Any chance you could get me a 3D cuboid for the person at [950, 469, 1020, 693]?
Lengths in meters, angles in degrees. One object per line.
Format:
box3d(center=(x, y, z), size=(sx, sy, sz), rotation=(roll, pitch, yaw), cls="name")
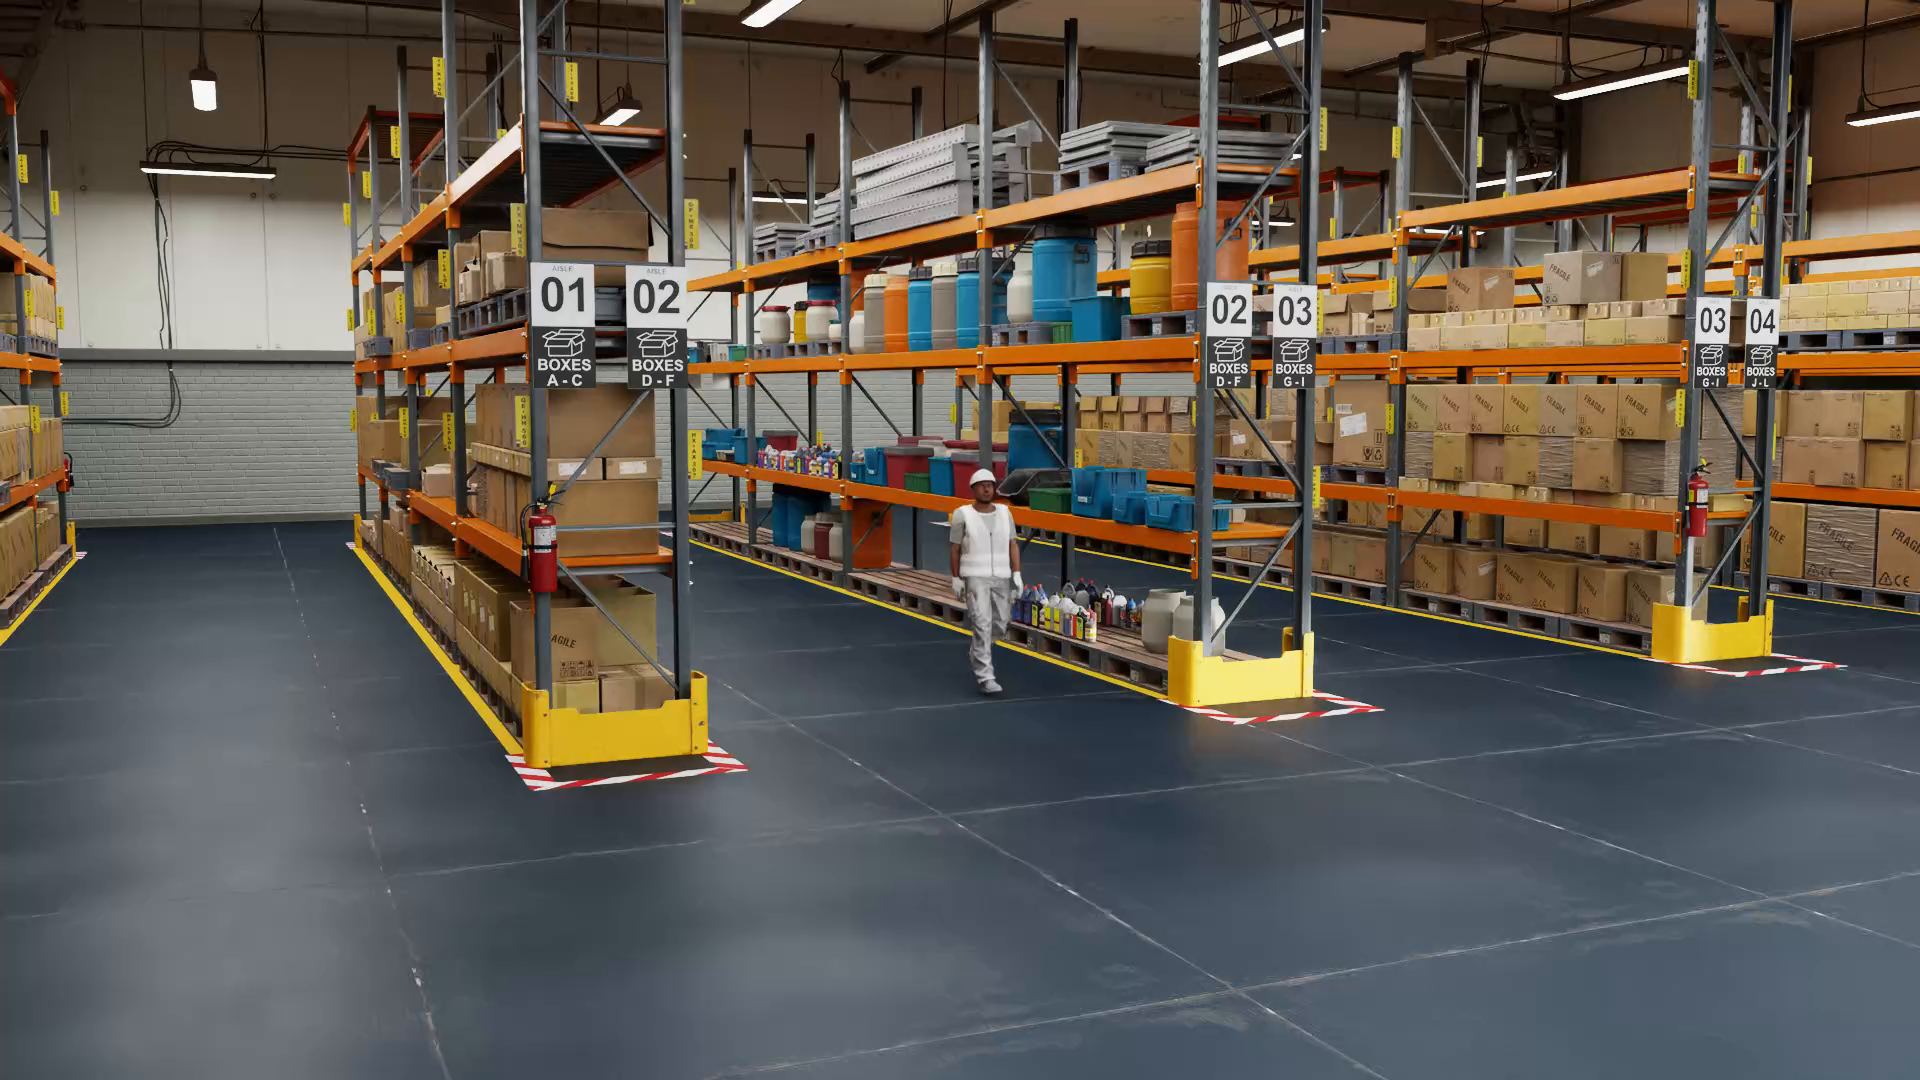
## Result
box3d(center=(0.210, 0.306, 13.365), size=(0.548, 1.758, 0.946), rotation=(-2, 6, -22), cls="person")
